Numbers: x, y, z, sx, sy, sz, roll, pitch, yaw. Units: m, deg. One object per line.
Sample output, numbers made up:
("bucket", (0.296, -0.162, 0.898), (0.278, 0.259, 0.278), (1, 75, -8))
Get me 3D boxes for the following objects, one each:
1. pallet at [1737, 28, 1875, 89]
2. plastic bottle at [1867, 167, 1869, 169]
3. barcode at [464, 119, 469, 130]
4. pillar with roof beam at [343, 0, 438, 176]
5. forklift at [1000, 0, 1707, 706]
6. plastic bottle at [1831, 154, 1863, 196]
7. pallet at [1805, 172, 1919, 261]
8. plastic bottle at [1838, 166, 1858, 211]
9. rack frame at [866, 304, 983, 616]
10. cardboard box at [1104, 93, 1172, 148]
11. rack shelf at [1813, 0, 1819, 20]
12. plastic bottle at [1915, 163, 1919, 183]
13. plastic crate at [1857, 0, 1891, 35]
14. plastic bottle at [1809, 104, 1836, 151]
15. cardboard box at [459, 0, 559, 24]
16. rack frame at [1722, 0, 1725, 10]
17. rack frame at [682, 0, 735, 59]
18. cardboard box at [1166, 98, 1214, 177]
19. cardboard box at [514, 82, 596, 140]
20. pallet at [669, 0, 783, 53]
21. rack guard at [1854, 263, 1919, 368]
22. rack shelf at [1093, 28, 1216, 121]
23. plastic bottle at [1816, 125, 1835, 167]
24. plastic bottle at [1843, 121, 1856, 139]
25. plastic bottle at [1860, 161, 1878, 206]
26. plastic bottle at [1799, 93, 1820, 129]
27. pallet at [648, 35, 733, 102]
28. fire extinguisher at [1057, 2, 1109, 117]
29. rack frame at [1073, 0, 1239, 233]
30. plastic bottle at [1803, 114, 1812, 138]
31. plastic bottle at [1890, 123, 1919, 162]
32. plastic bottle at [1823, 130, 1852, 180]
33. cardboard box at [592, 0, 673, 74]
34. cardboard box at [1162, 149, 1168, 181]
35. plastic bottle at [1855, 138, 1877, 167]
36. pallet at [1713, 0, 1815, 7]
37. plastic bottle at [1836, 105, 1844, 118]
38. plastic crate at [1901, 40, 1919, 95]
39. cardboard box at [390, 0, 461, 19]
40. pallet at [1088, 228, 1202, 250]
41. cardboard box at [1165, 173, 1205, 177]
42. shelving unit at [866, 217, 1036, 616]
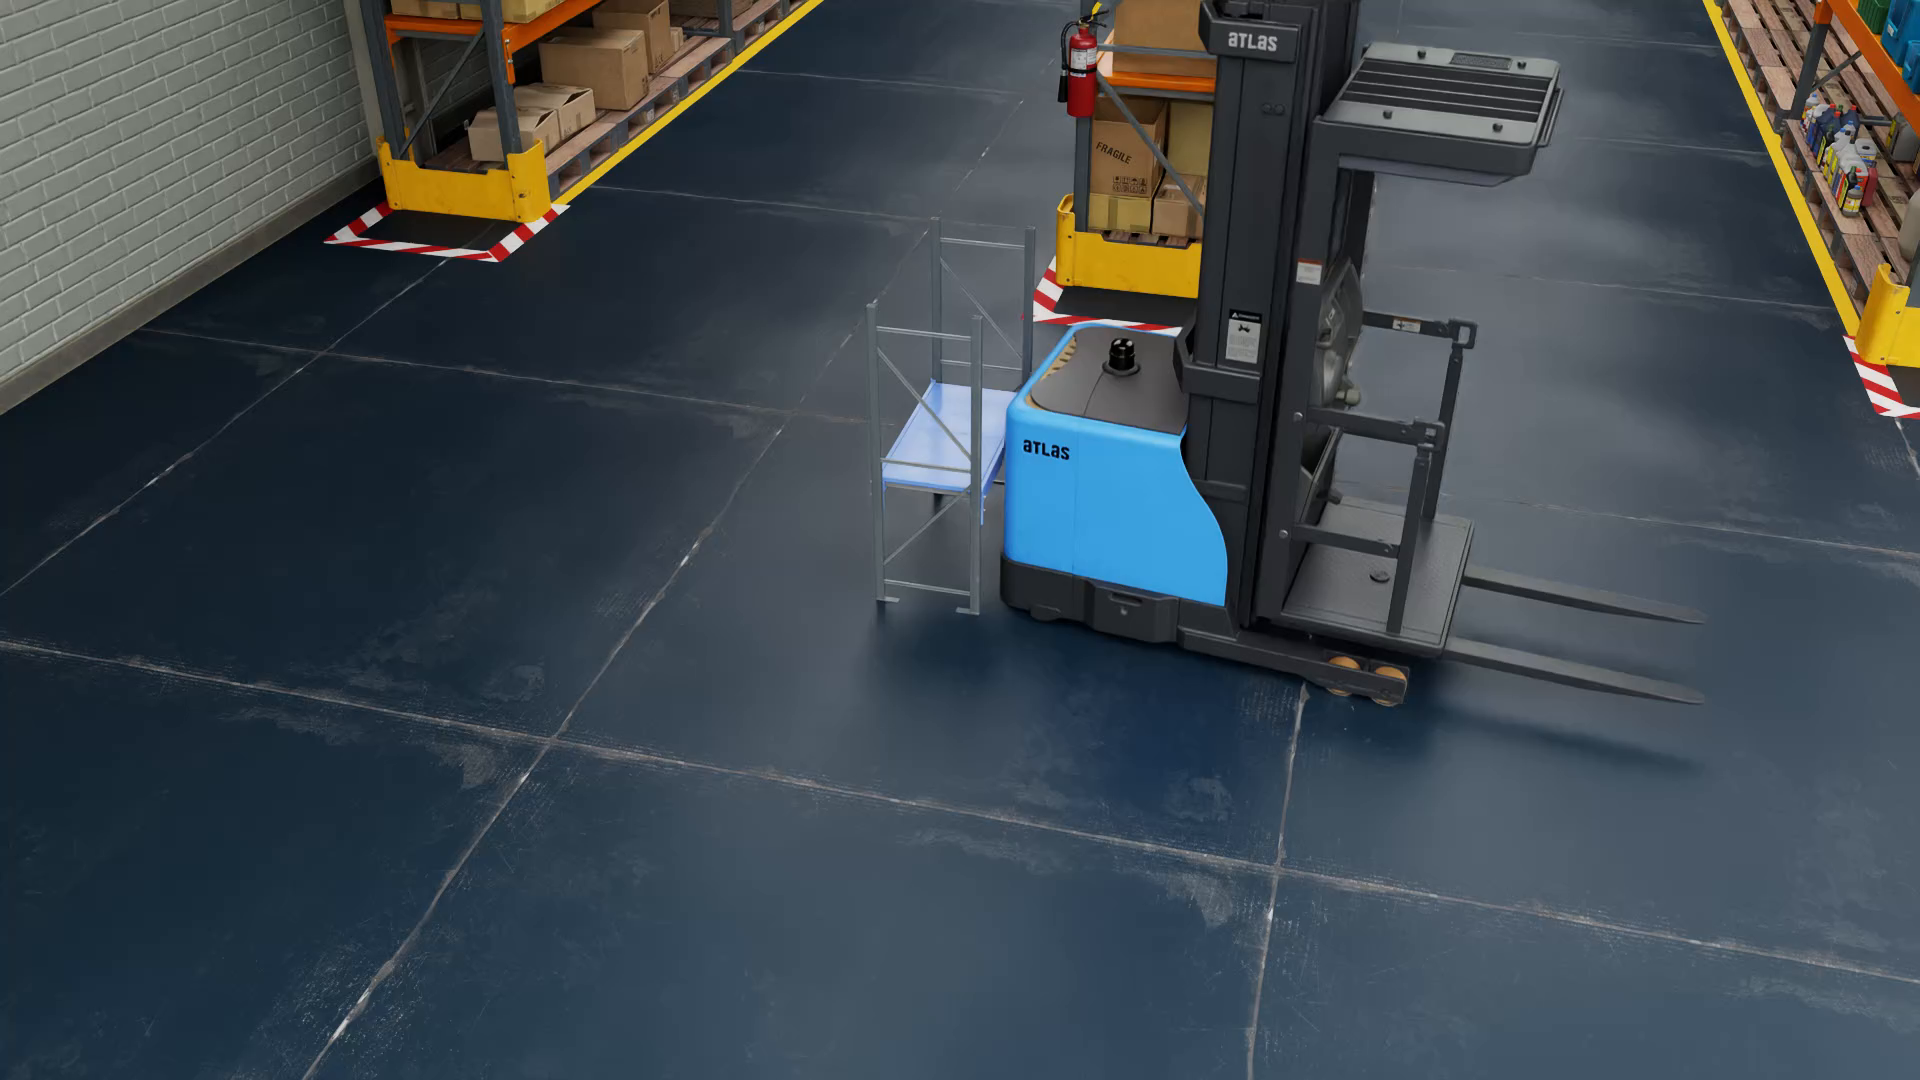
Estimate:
("pallet", (7.501, -4.233, 14.711), (1.003, 0.211, 1.213), (8, 33, 12))
("plastic bottle", (6.310, -2.495, 11.577), (0.097, 0.201, 0.097), (0, 32, 0))
("barcode", (-3.686, -3.100, 12.418), (0.001, 0.075, 0.075), (8, 33, 12))
("pillar with roof beam", (-0.061, -6.061, 9.396), (9.100, 9.000, 0.400), (8, 33, 12))
("forklift", (1.754, -0.850, 6.854), (3.031, 2.935, 1.130), (12, 34, 18))
("plastic bottle", (6.184, -2.534, 11.568), (0.152, 0.276, 0.135), (7, 33, 11))
("pallet", (6.513, -2.207, 11.524), (1.003, 0.211, 1.213), (8, 33, 12))
("plastic bottle", (6.071, -2.401, 11.353), (0.061, 0.283, 0.133), (9, 33, 14))
("rack frame", (-0.151, -0.325, 7.363), (0.500, 1.500, 0.032), (8, 33, 12))
("cardboard box", (1.314, -3.135, 11.858), (0.500, 0.500, 0.500), (8, 33, 12))
("rack shelf", (7.539, -5.096, 14.140), (1.077, 0.370, 4.000), (8, 33, 12))
("plastic bottle", (6.868, -2.691, 11.808), (0.061, 0.283, 0.133), (8, 33, 12))
("plastic crate", (6.414, -3.606, 11.324), (0.450, 0.188, 0.662), (8, 33, 12))
("plastic bottle", (6.425, -3.067, 12.337), (0.144, 0.351, 0.185), (9, 34, 14))
("cardboard box", (-3.135, -3.790, 11.536), (0.500, 0.250, 0.500), (7, 33, 11))
("rack frame", (8.047, -6.437, 15.580), (1.000, 3.000, 0.127), (8, 33, 12))
("rack frame", (-2.551, -5.710, 14.436), (1.000, 3.000, 0.127), (8, 33, 12))
("cardboard box", (1.703, -2.803, 11.336), (0.500, 0.500, 0.500), (8, 33, 12))
("cardboard box", (-3.159, -3.328, 12.785), (0.500, 0.311, 0.500), (11, 34, 16))
("pallet", (-2.355, -4.938, 15.820), (1.003, 0.211, 1.213), (8, 33, 12))
("rack guard", (5.990, -1.277, 9.792), (1.175, 0.500, 0.348), (8, 33, 12))
("rack shelf", (1.734, -3.696, 11.939), (1.077, 0.370, 4.000), (8, 33, 12))
("plastic bottle", (6.295, -2.860, 12.075), (0.061, 0.283, 0.133), (9, 34, 15))
("plastic bottle", (6.505, -2.942, 12.214), (0.097, 0.271, 0.097), (0, 32, 0))
("plastic bottle", (6.252, -2.451, 11.431), (0.061, 0.283, 0.133), (8, 33, 12))
("plastic bottle", (6.527, -3.290, 12.762), (0.097, 0.271, 0.097), (0, 32, 0))
("pallet", (-2.687, -4.180, 14.629), (1.003, 0.211, 1.213), (8, 33, 12))
("fire extinguisher", (0.747, -2.931, 10.137), (0.296, 0.674, 0.183), (8, 33, 12))
("rack frame", (1.226, -2.962, 10.113), (1.000, 3.000, 0.127), (8, 33, 12))
("plastic bottle", (6.475, -3.155, 12.615), (0.097, 0.201, 0.097), (0, 32, 0))
("plastic bottle", (6.949, -2.932, 12.194), (0.152, 0.276, 0.135), (8, 33, 12))
("plastic bottle", (6.270, -2.748, 11.836), (0.144, 0.351, 0.185), (8, 33, 12))
("cardboard box", (-2.776, -4.297, 14.133), (0.500, 0.500, 0.500), (6, 33, 9))
("cardboard box", (1.192, -2.559, 11.650), (0.500, 0.250, 0.500), (8, 33, 12))
("plastic bottle", (6.419, -2.710, 11.845), (0.152, 0.276, 0.135), (8, 33, 12))
("pallet", (8.206, -5.675, 16.980), (1.003, 0.211, 1.213), (8, 33, 12))
("plastic bottle", (6.574, -3.109, 12.467), (0.061, 0.283, 0.133), (8, 33, 12))
("plastic crate", (6.024, -2.860, 10.091), (0.499, 0.251, 0.408), (8, 33, 12))
("cardboard box", (-3.635, -3.849, 11.629), (0.500, 0.250, 0.500), (8, 33, 13))
("pallet", (1.380, -2.188, 11.495), (1.003, 0.211, 1.213), (8, 33, 12))
("cardboard box", (1.701, -2.487, 11.537), (0.500, 0.250, 0.500), (8, 33, 12))
("shelving unit", (-0.022, -0.589, 7.778), (0.538, 1.500, 1.048), (8, 33, 12))
